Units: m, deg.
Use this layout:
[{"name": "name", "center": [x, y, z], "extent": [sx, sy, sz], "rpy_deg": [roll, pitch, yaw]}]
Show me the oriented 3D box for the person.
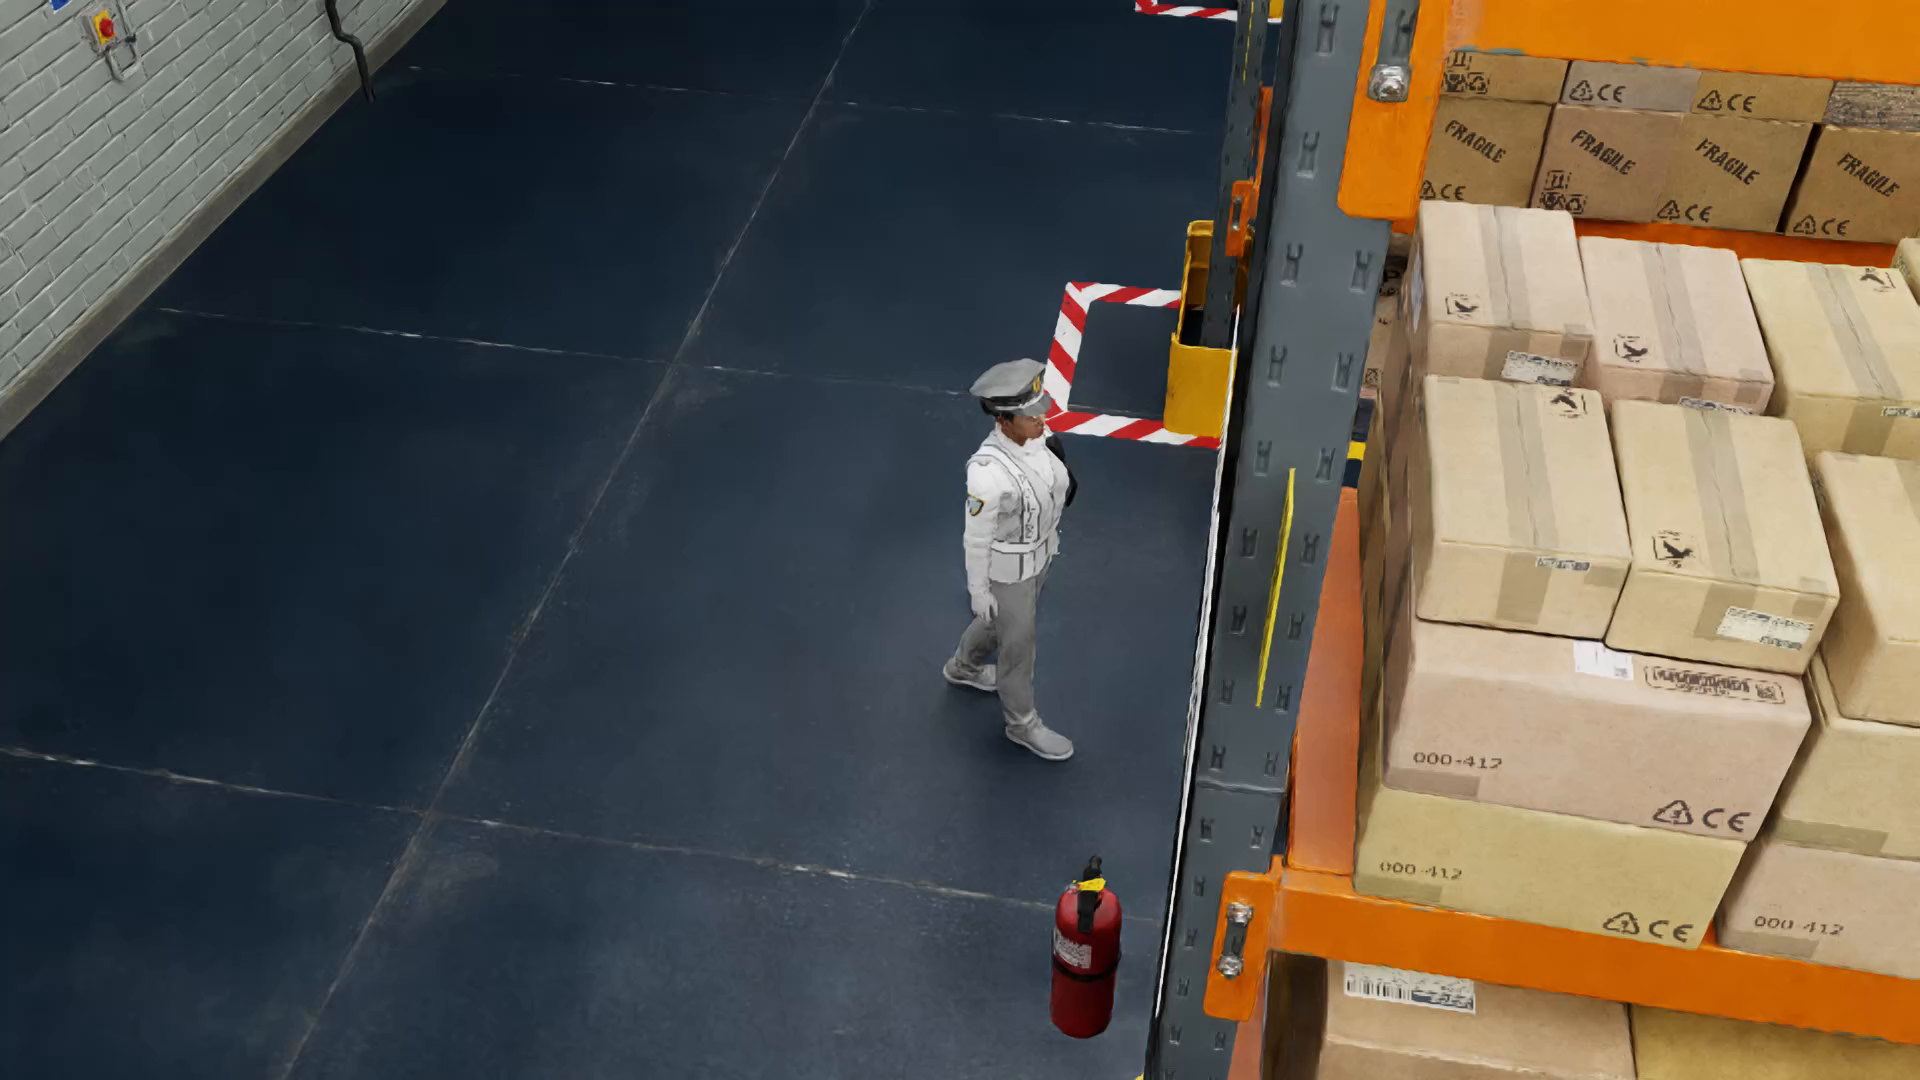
[{"name": "person", "center": [0.196, 0.059, 6.056], "extent": [0.624, 1.685, 0.494], "rpy_deg": [17, 44, 19]}]
